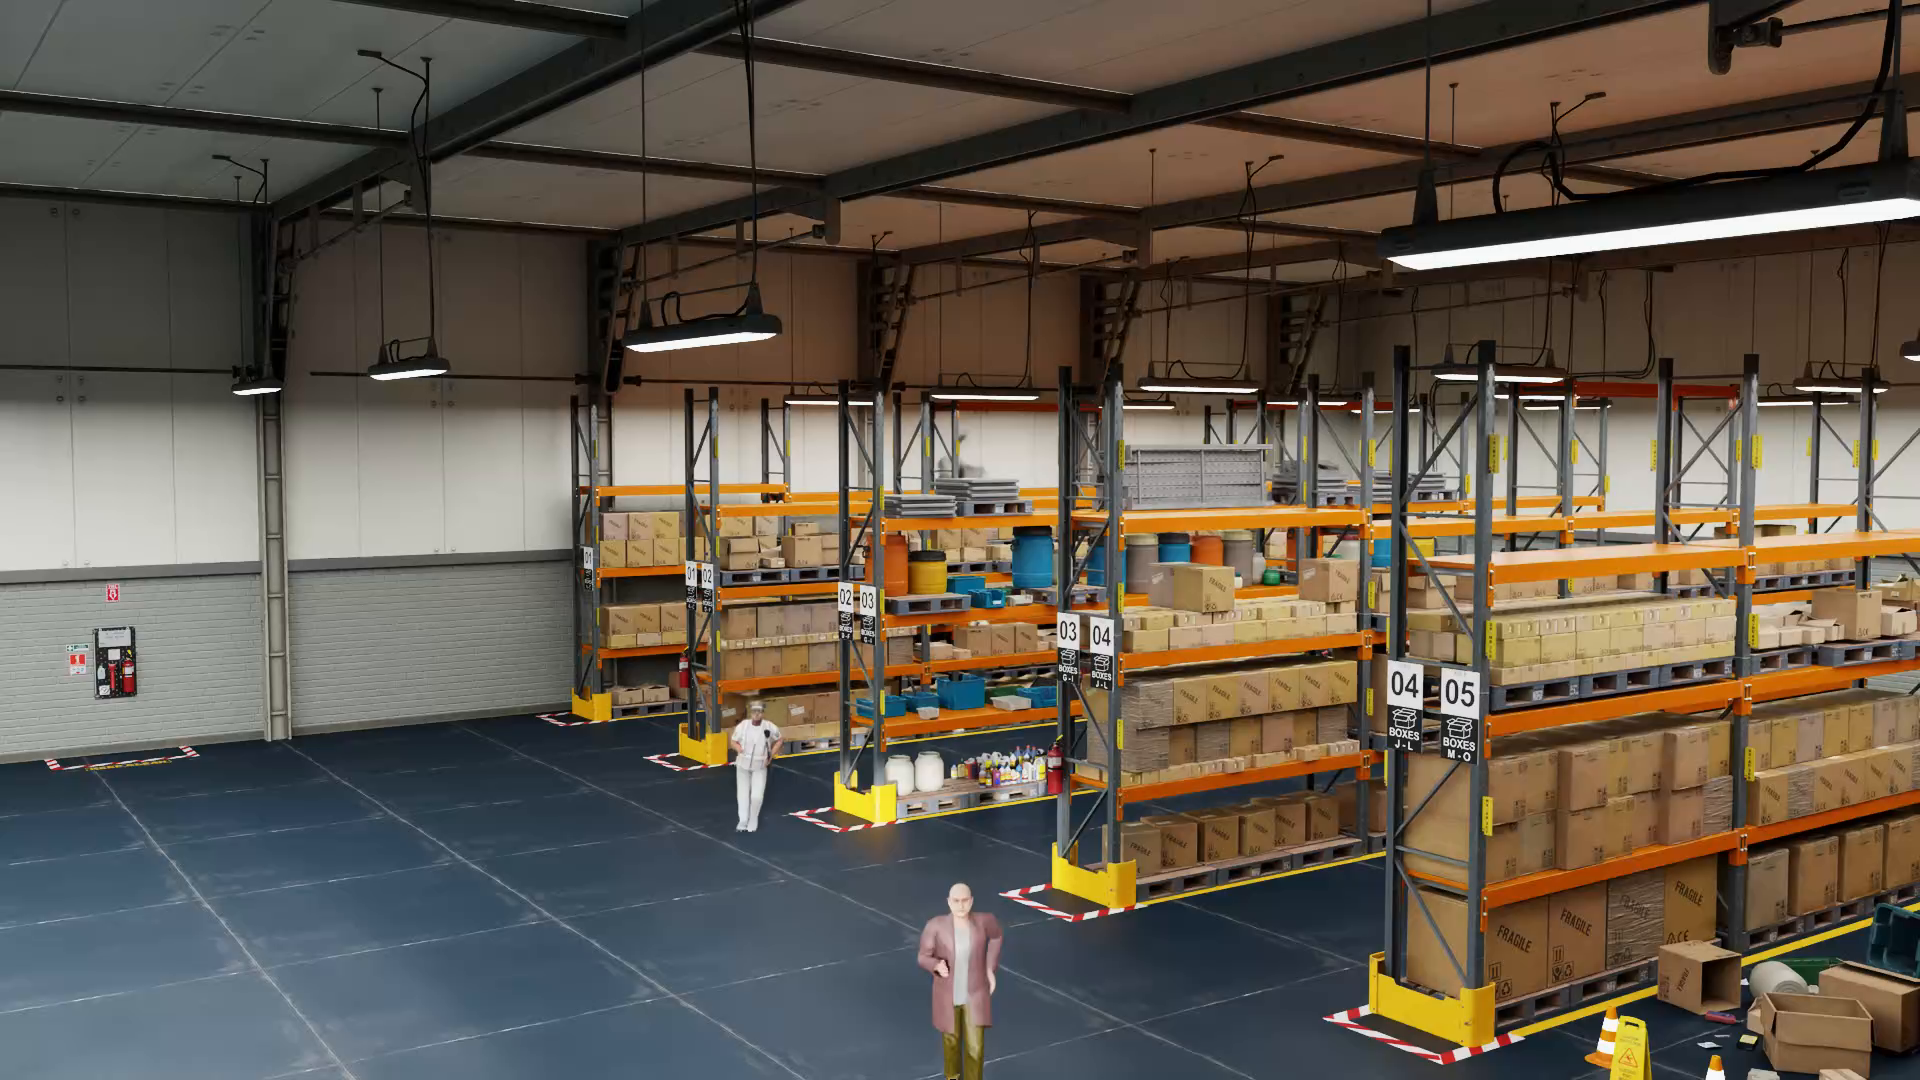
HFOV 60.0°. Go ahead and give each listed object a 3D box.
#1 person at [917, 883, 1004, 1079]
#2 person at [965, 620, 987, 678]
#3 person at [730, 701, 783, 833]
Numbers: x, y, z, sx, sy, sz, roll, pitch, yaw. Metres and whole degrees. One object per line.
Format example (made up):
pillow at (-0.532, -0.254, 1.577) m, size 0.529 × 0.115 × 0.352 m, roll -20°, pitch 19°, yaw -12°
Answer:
person at (0.001, 3.513, 12.676) m, size 0.648 × 1.837 × 0.922 m, roll 0°, pitch 3°, yaw 3°
person at (0.263, 2.080, 32.575) m, size 0.556 × 1.666 × 0.574 m, roll -3°, pitch 5°, yaw -43°
person at (-2.690, 2.988, 21.838) m, size 0.665 × 1.780 × 0.676 m, roll 0°, pitch 3°, yaw 1°
